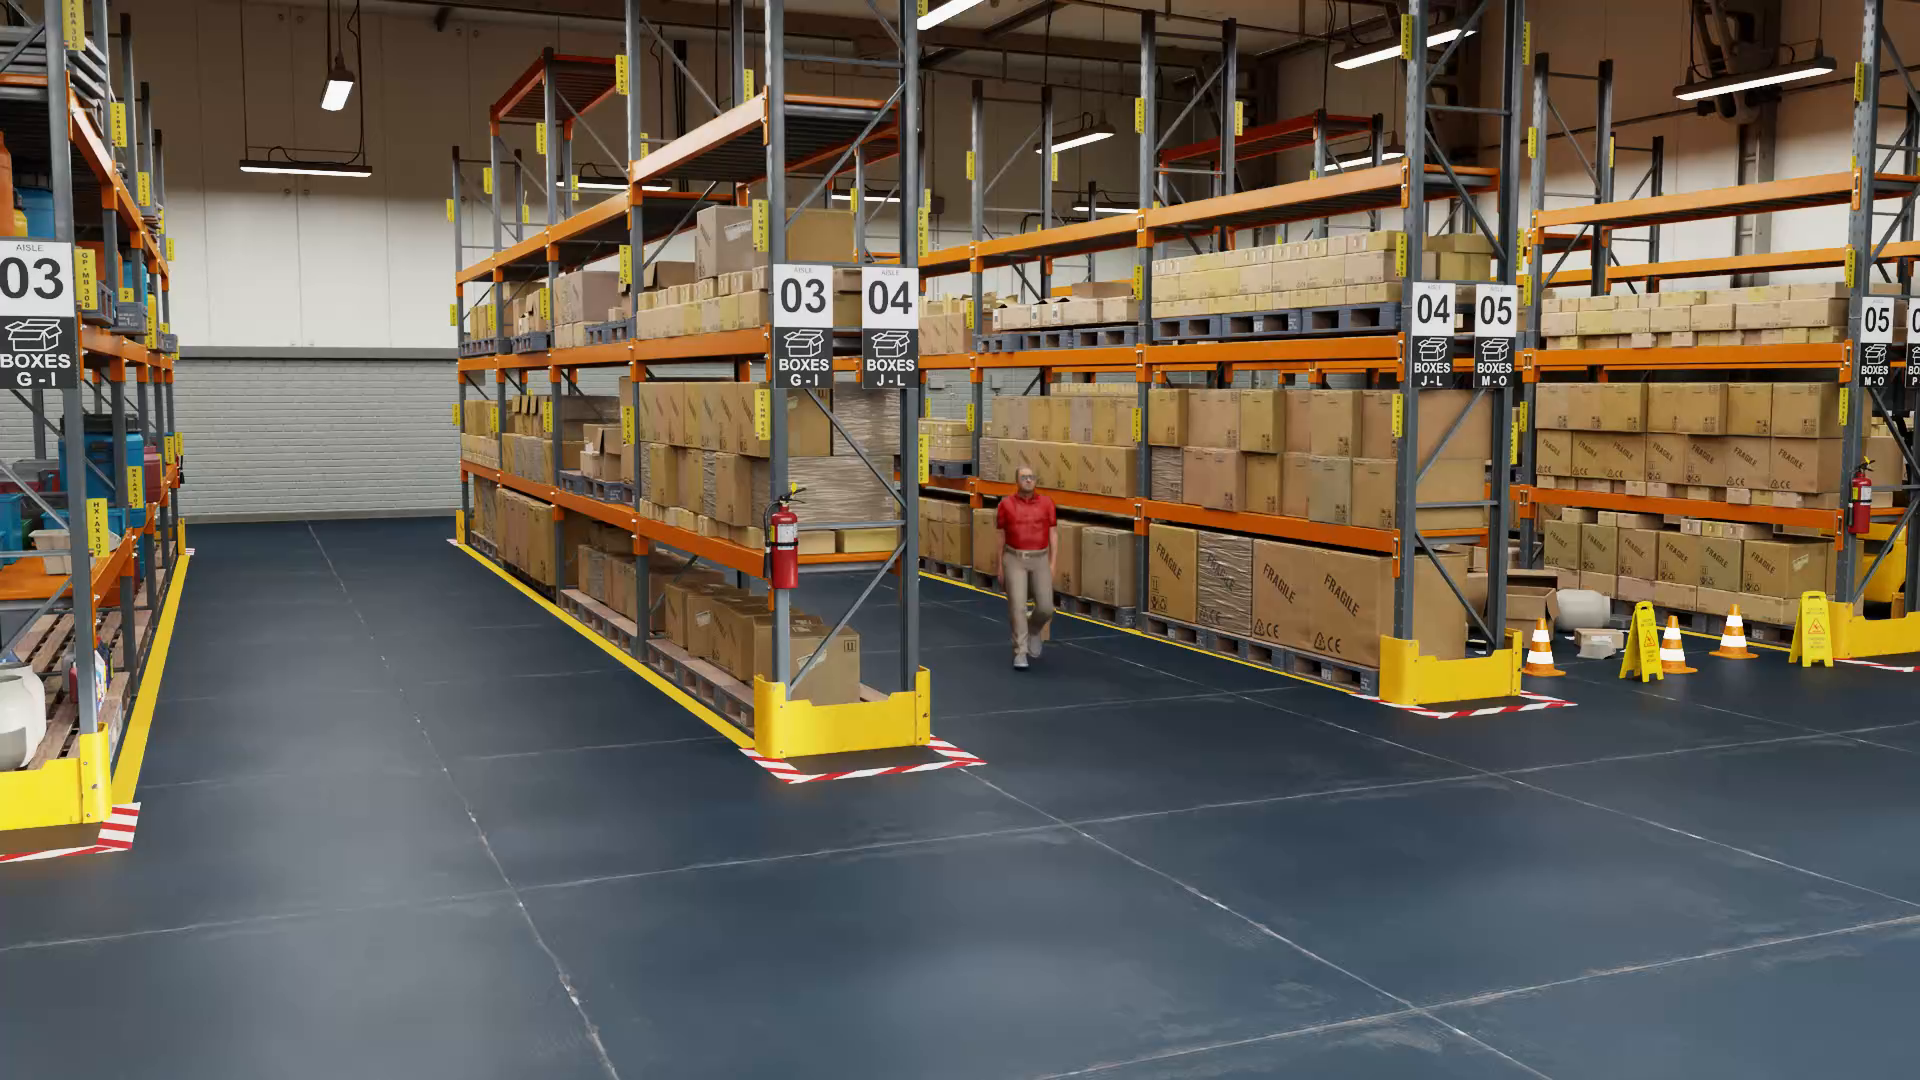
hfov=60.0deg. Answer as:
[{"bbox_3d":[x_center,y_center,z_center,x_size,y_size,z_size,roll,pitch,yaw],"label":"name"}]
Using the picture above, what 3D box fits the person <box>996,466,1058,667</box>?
[{"bbox_3d":[0.580,0.212,14.377,0.539,1.709,0.626,0,5,-5],"label":"person"}]
